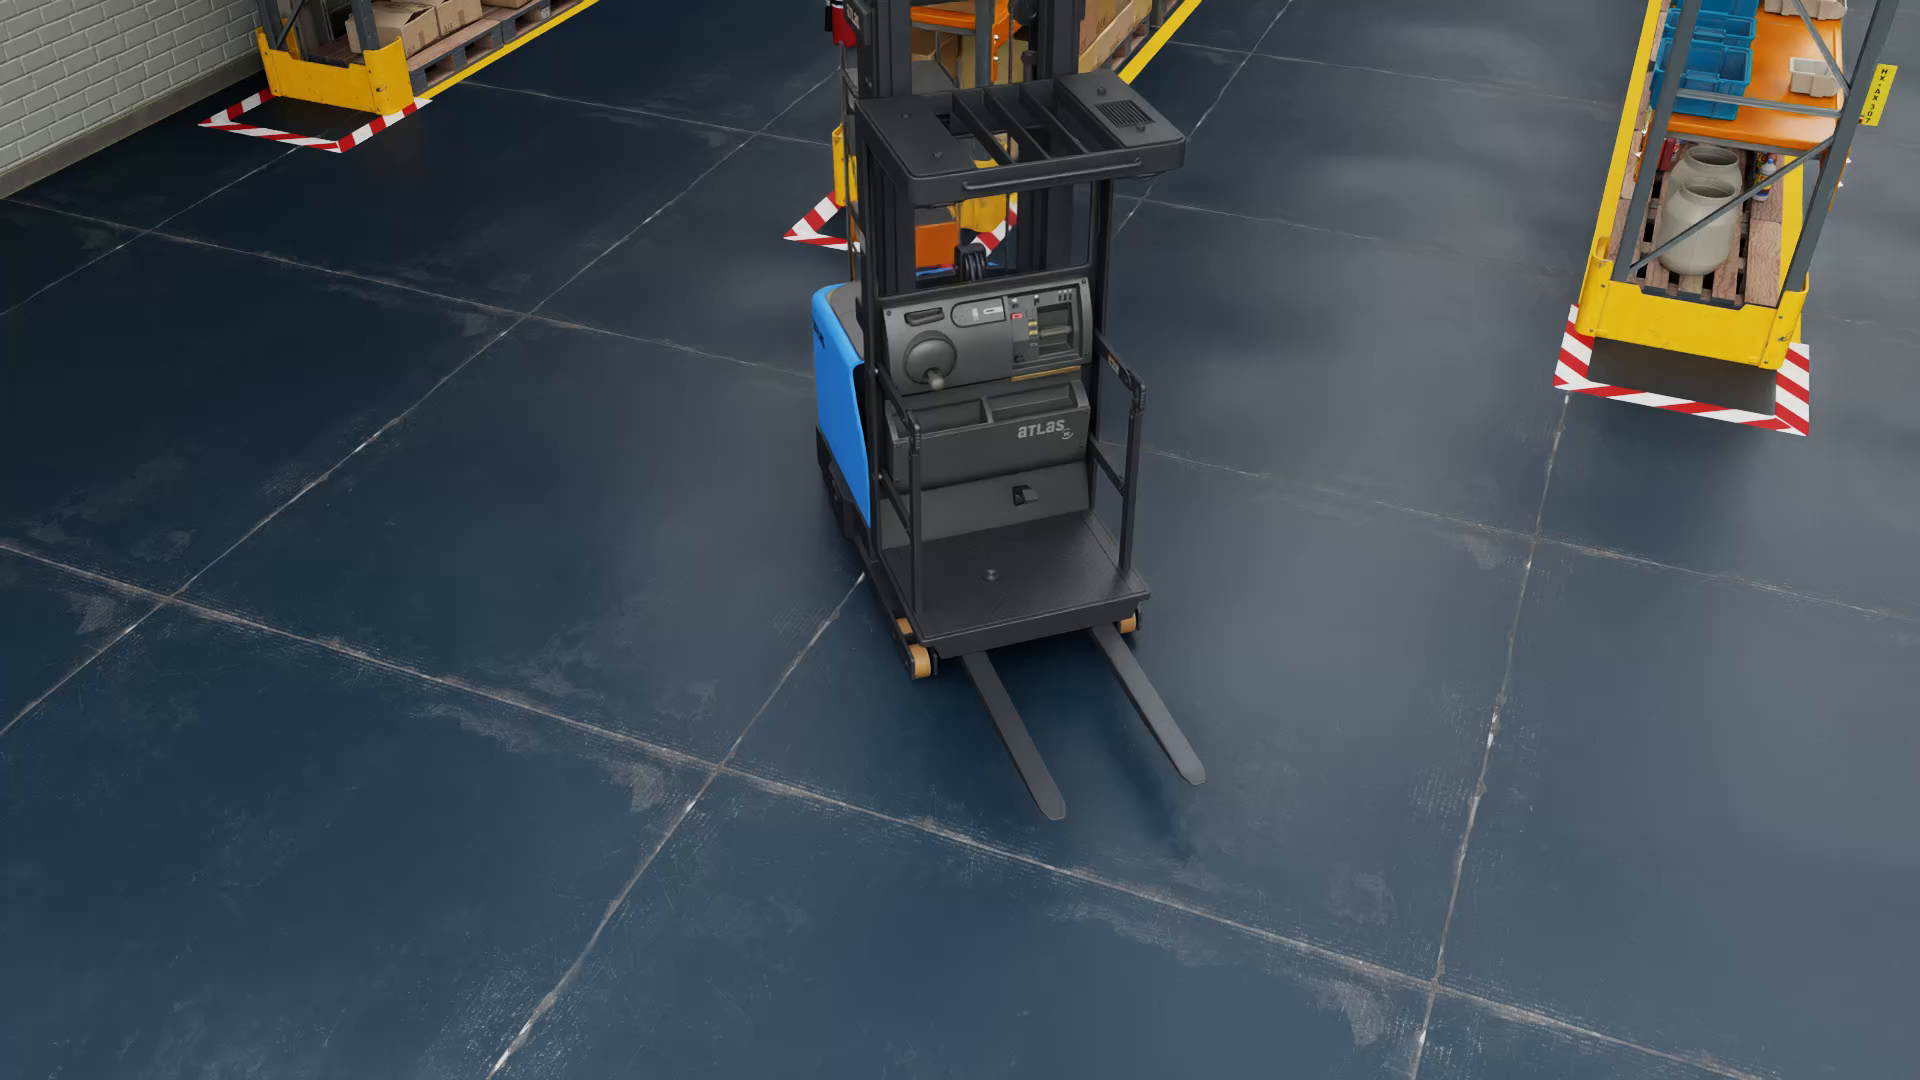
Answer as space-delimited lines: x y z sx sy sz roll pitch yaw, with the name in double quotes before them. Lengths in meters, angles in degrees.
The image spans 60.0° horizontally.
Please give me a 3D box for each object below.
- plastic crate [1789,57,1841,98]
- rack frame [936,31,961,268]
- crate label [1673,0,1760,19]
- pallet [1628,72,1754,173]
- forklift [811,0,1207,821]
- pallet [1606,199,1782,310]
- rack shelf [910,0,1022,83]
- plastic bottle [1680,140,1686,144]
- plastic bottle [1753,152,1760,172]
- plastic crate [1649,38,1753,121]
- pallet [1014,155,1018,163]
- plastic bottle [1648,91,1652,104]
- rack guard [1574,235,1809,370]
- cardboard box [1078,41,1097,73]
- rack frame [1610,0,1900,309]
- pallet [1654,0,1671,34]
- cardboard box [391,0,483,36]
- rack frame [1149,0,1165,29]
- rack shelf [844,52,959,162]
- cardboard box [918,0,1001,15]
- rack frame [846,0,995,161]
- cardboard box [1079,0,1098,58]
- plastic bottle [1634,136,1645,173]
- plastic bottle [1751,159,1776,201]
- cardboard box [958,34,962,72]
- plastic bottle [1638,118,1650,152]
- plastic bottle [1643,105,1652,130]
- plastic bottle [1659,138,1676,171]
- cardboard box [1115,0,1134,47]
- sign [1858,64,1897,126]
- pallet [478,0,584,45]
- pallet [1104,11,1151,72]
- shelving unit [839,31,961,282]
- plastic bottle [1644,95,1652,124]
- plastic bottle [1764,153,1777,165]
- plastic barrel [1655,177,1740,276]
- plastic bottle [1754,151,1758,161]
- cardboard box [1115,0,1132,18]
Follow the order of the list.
"plastic crate" 4.953 -2.673 9.643 0.298 0.136 0.250 14 39 18
"rack frame" -0.060 -1.552 8.674 0.015 2.100 0.400 -10 38 -13
"crate label" 4.765 -3.452 10.434 0.502 0.435 0.616 14 39 18
"pallet" 5.543 -3.092 12.312 1.003 0.211 1.213 14 39 18
"forklift" 0.196 -0.821 7.001 1.130 2.935 3.031 -11 38 -15
"pallet" 4.614 -1.741 10.505 1.003 0.211 1.213 14 39 18
"rack shelf" 0.496 -4.306 12.208 1.077 0.370 4.000 14 39 18
"plastic bottle" 5.059 -2.945 11.693 0.152 0.276 0.135 14 39 18
"plastic bottle" 5.461 -2.618 11.260 0.097 0.271 0.097 0 37 0
"plastic crate" 4.229 -2.642 9.506 0.499 0.251 0.616 14 39 18
"pallet" -0.012 -2.803 11.926 1.003 0.211 1.213 14 39 18
"plastic bottle" 5.146 -3.334 12.152 0.144 0.351 0.185 15 39 19
"rack guard" 4.300 -1.408 9.818 1.175 0.500 0.348 14 39 18
"cardboard box" 0.718 -3.630 12.649 0.500 0.250 0.500 14 39 18
"rack frame" 4.315 -2.357 8.999 1.000 3.000 0.127 14 39 18
"pallet" 6.562 -4.576 14.297 1.003 0.211 1.213 14 39 18
"cardboard box" -4.284 -4.391 13.599 0.500 0.311 0.500 17 40 21
"rack frame" 1.257 -5.702 13.474 1.000 3.000 0.127 14 39 18
"rack shelf" -0.293 -2.062 8.208 0.480 0.518 0.431 -10 38 -13
"cardboard box" -0.075 -3.783 10.823 0.700 0.500 0.500 14 39 18
"rack frame" -0.264 -3.487 10.511 1.000 3.000 0.127 14 39 18
"cardboard box" 0.718 -3.931 12.424 0.500 0.500 0.500 14 39 18
"plastic bottle" 4.636 -2.631 11.267 0.061 0.283 0.133 15 39 19
"plastic bottle" 5.293 -2.373 10.932 0.097 0.271 0.097 0 37 0
"cardboard box" 0.031 -3.776 12.218 0.500 0.500 0.500 14 39 18
"plastic bottle" 4.782 -2.769 11.458 0.152 0.276 0.135 13 39 16
"plastic bottle" 4.912 -2.994 11.697 0.144 0.351 0.185 14 39 17
"plastic bottle" 4.828 -2.671 11.321 0.061 0.283 0.133 14 39 18
"cardboard box" 1.084 -4.188 13.394 0.500 0.250 0.500 14 39 18
"sign" 4.822 -2.340 8.745 0.100 0.325 0.005 14 39 18
"pallet" -4.011 -4.654 14.401 1.003 0.211 1.213 14 39 18
"pallet" 0.916 -4.154 13.733 1.003 0.211 1.213 14 39 18
"shelving unit" -0.294 -1.511 8.619 0.503 2.100 0.431 -10 38 -13
"plastic bottle" 4.973 -3.121 11.923 0.061 0.283 0.133 16 40 20
"plastic bottle" 5.396 -2.499 11.091 0.061 0.283 0.133 14 39 18
"plastic barrel" 4.495 -1.910 10.129 0.421 0.512 0.421 0 37 0
"plastic bottle" 5.538 -2.730 11.410 0.097 0.271 0.097 0 37 0
"cardboard box" 1.082 -4.488 13.170 0.500 0.500 0.500 14 39 18
